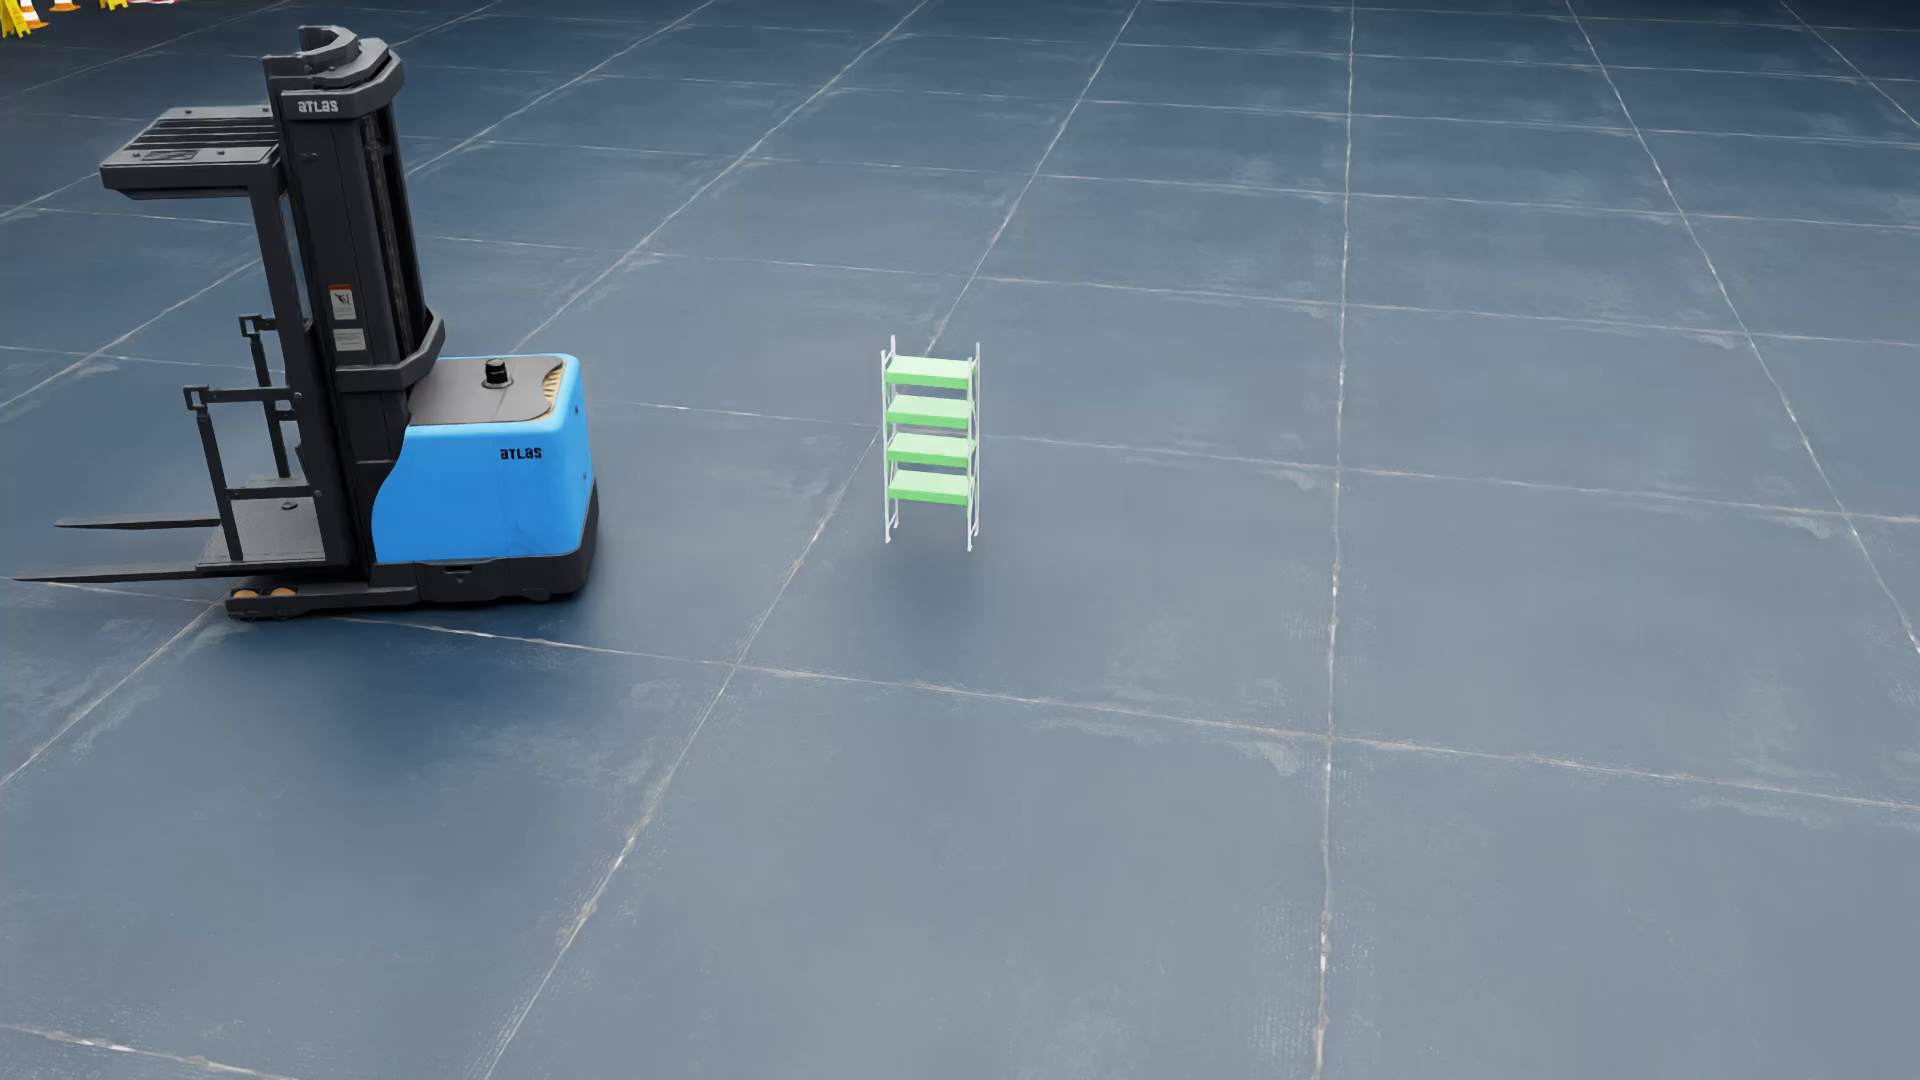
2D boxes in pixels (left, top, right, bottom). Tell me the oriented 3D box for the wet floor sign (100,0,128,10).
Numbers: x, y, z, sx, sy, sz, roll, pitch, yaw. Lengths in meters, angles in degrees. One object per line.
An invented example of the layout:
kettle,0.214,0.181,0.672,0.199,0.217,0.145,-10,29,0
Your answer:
wet floor sign,-11.946,-7.805,23.335,0.232,0.644,0.267,17,33,28

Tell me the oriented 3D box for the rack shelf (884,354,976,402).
rack shelf,-0.162,-0.908,9.292,0.480,0.148,0.258,6,29,11

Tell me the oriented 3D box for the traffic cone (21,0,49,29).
traffic cone,-12.498,-7.128,22.289,0.334,0.463,0.336,6,29,11

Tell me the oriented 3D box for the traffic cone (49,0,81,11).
traffic cone,-12.599,-7.684,23.303,0.334,0.463,0.336,6,29,11

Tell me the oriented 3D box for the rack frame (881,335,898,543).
rack frame,-0.401,-0.567,9.537,0.015,1.200,0.240,6,29,11

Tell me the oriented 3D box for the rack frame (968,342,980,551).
rack frame,0.077,-0.518,9.448,0.015,1.200,0.240,6,29,11

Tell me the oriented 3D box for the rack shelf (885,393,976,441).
rack shelf,-0.162,-0.697,9.408,0.480,0.148,0.258,6,29,11

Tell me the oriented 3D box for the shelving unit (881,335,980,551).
shelving unit,-0.162,-0.543,9.492,0.503,1.200,0.258,6,29,11

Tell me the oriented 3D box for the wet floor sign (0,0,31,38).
wet floor sign,-12.402,-6.919,21.716,0.232,0.644,0.267,1,29,2

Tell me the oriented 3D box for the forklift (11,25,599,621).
forklift,-3.613,-1.114,8.733,3.031,2.935,1.130,-3,29,-5

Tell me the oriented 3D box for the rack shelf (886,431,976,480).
rack shelf,-0.162,-0.487,9.523,0.480,0.148,0.258,6,29,11

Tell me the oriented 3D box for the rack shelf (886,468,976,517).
rack shelf,-0.162,-0.276,9.638,0.480,0.148,0.258,6,29,11
